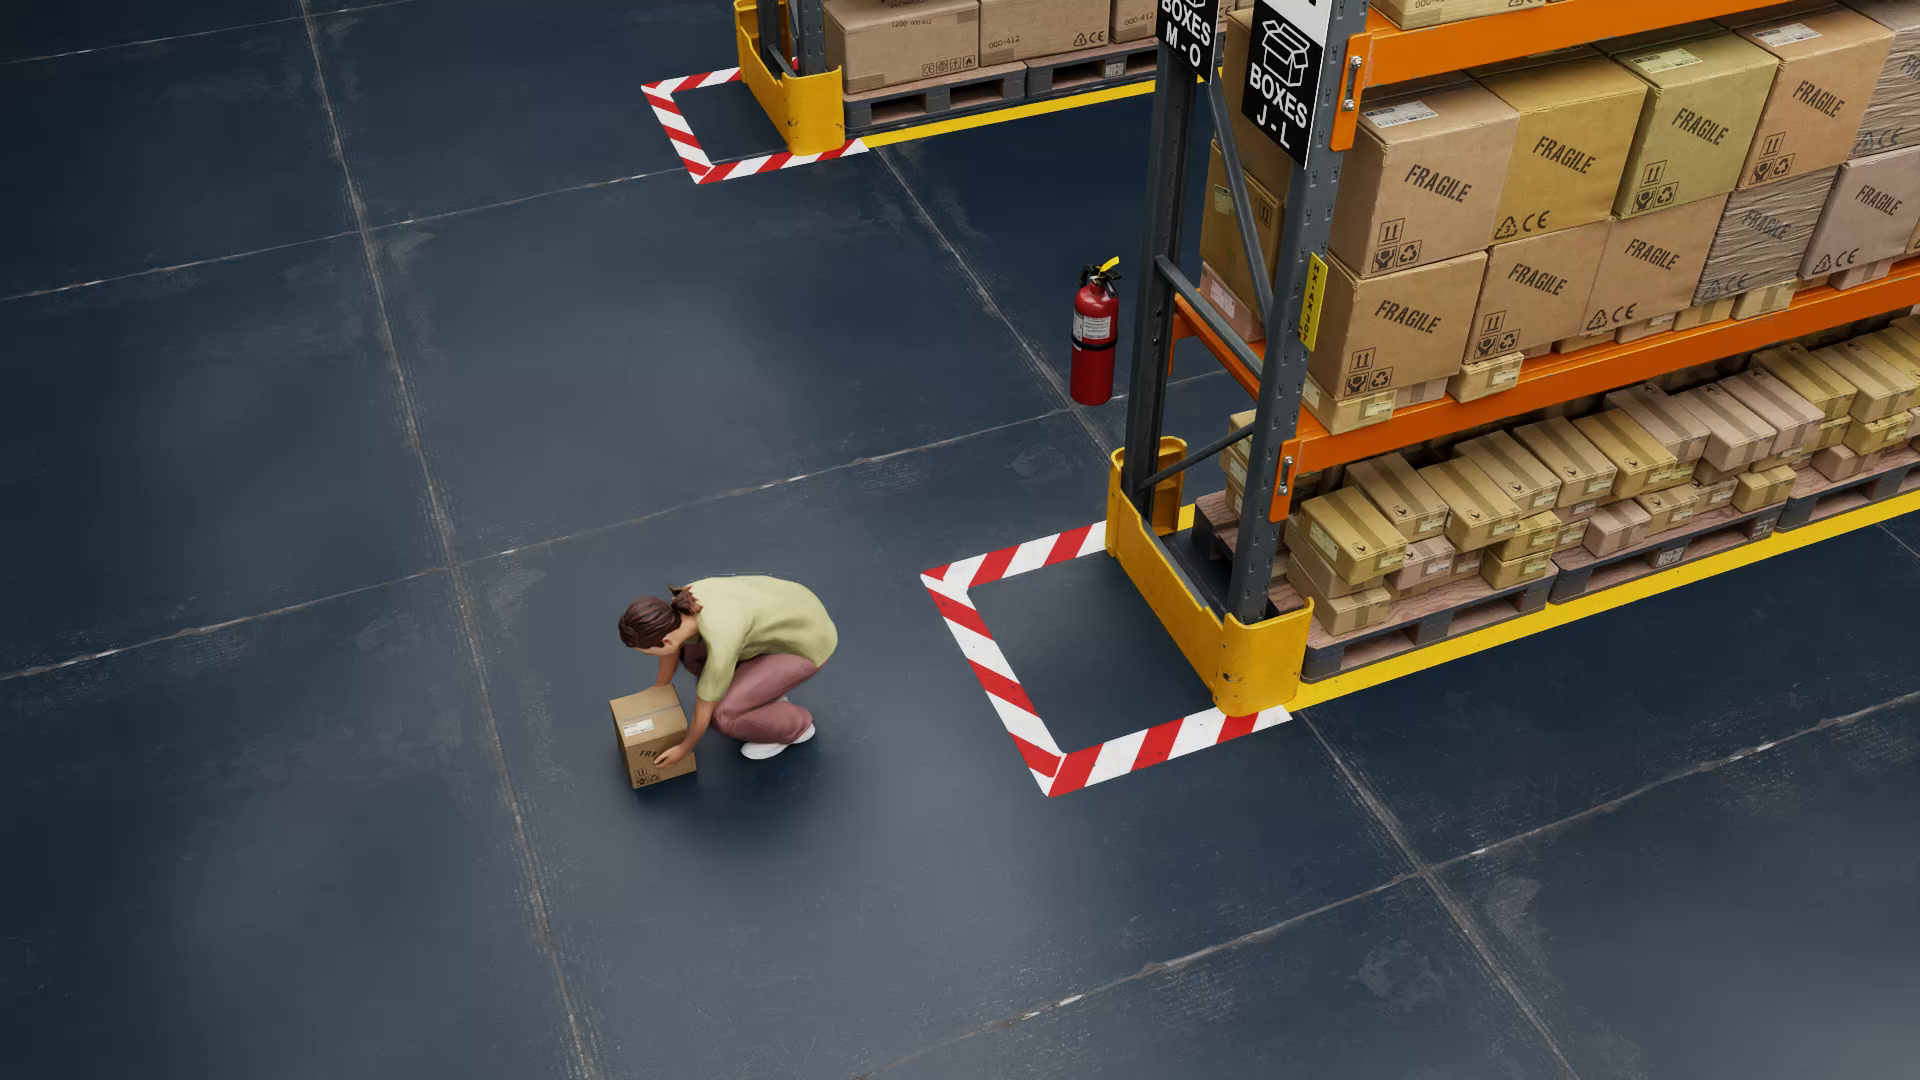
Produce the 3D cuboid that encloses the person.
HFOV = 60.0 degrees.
[{"bbox_3d":[-0.852,0.453,6.259,0.801,0.873,0.480,-15,44,-17],"label":"person"}]
